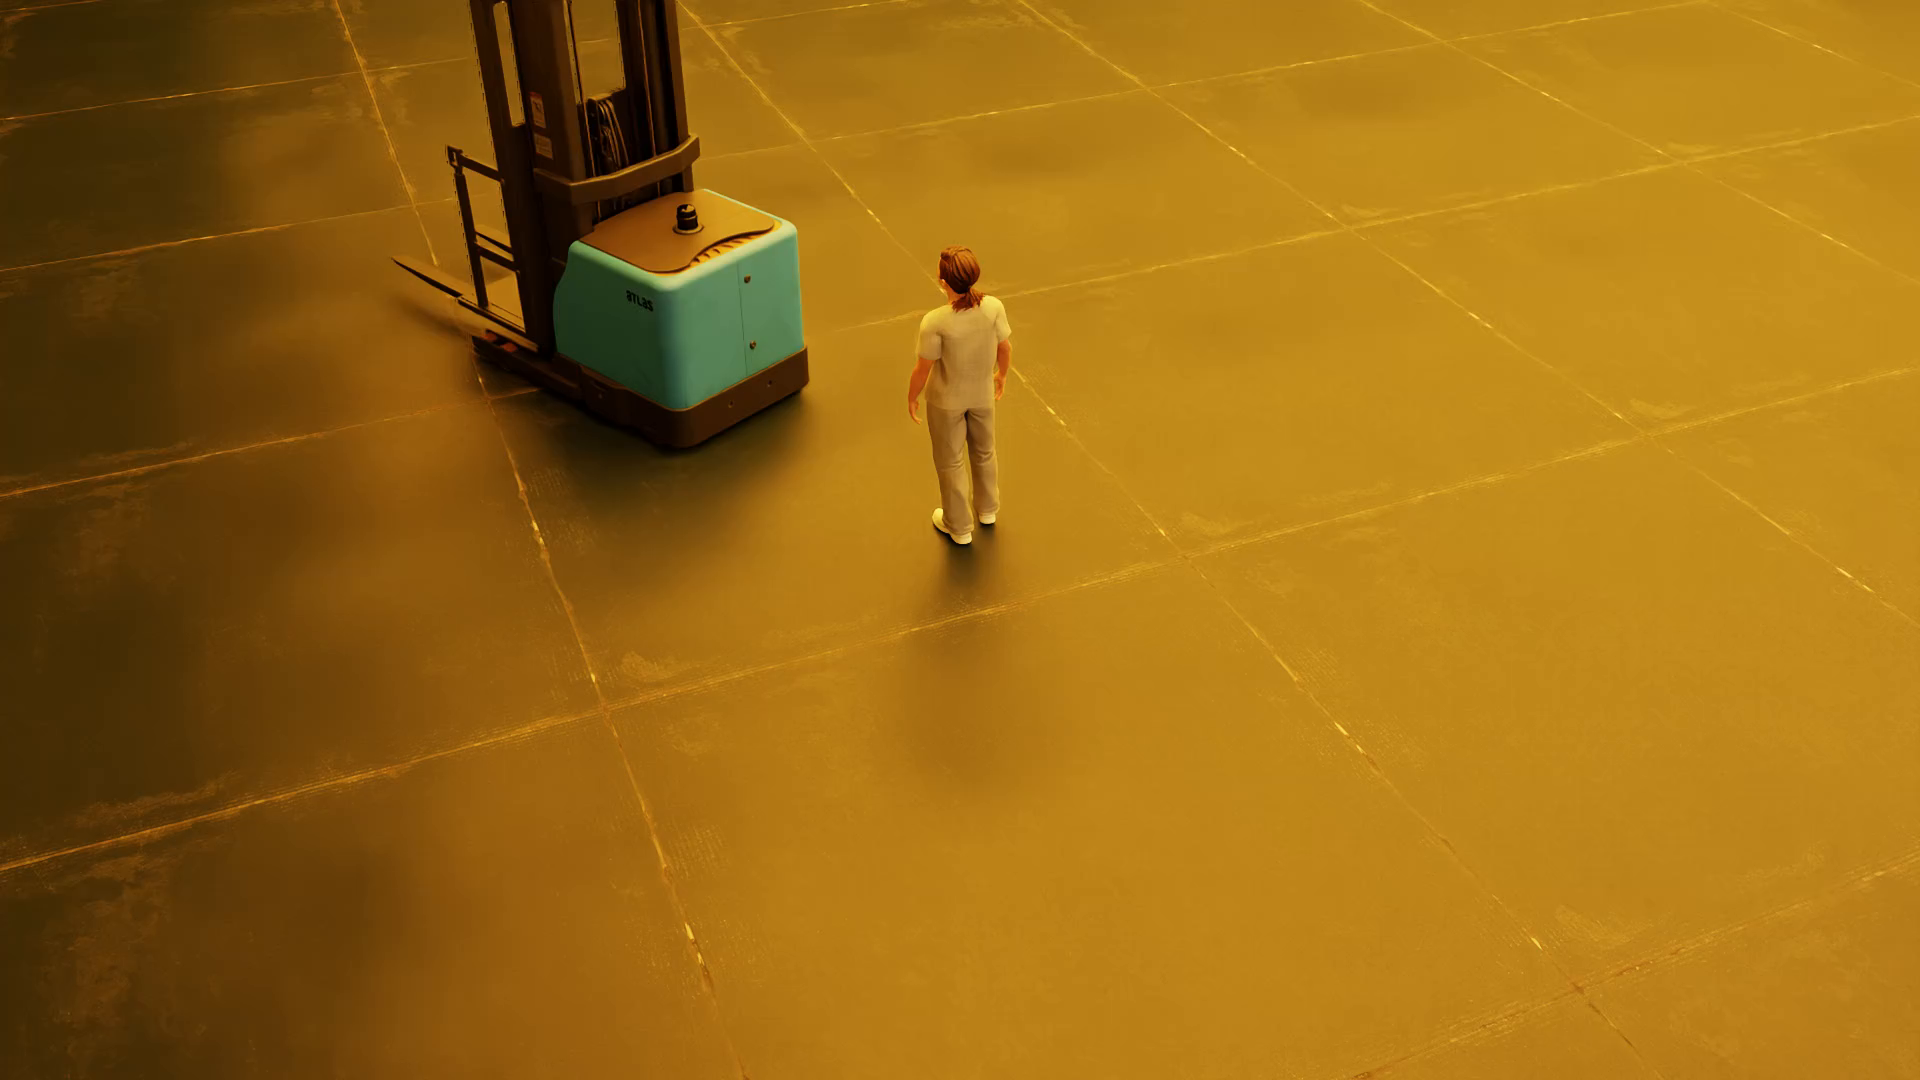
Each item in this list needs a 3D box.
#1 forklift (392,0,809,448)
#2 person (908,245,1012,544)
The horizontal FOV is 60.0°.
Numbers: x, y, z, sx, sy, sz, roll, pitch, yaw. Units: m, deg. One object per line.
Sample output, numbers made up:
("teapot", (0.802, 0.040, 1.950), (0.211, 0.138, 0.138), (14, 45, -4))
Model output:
("forklift", (-2.337, -2.425, 9.509), (3.031, 2.935, 1.130), (27, 43, 32))
("person", (-0.016, -0.731, 8.198), (0.549, 1.675, 0.549), (-14, 38, -19))
